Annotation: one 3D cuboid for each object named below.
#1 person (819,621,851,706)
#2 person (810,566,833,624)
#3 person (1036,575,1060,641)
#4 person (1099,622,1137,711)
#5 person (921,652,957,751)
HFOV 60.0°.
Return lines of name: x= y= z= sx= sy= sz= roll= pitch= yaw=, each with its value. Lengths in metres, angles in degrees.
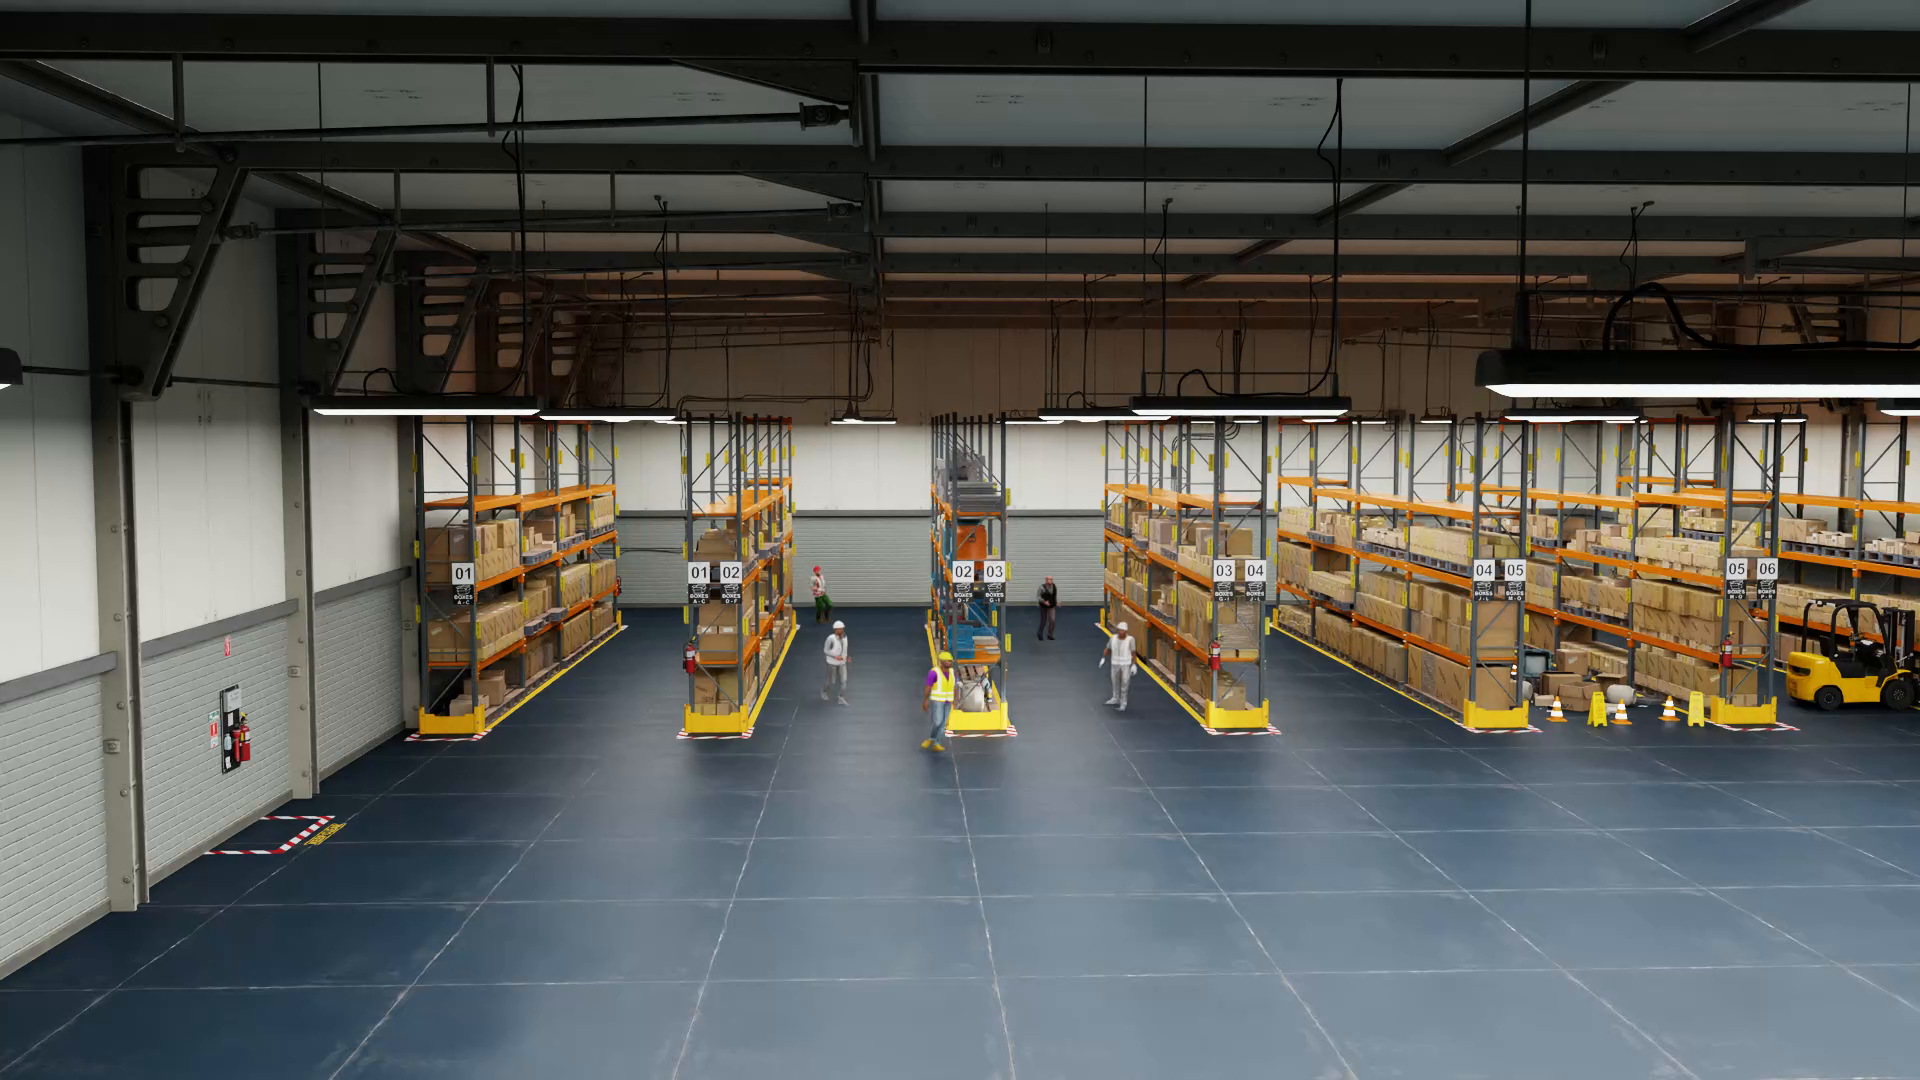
person: x=-2.600 y=2.524 z=34.323 sx=0.651 sy=1.741 sz=0.885 roll=-3 pitch=5 yaw=-37
person: x=-4.003 y=1.595 z=48.084 sx=0.717 sy=1.722 sz=0.828 roll=3 pitch=5 yaw=39
person: x=2.210 y=1.751 z=42.577 sx=0.657 sy=1.732 sz=0.817 roll=-1 pitch=4 yaw=-20
person: x=3.227 y=2.543 z=33.841 sx=0.754 sy=1.772 sz=0.771 roll=2 pitch=4 yaw=25
person: x=-0.343 y=2.837 z=29.283 sx=0.643 sy=1.751 sz=0.468 roll=-3 pitch=5 yaw=-34
